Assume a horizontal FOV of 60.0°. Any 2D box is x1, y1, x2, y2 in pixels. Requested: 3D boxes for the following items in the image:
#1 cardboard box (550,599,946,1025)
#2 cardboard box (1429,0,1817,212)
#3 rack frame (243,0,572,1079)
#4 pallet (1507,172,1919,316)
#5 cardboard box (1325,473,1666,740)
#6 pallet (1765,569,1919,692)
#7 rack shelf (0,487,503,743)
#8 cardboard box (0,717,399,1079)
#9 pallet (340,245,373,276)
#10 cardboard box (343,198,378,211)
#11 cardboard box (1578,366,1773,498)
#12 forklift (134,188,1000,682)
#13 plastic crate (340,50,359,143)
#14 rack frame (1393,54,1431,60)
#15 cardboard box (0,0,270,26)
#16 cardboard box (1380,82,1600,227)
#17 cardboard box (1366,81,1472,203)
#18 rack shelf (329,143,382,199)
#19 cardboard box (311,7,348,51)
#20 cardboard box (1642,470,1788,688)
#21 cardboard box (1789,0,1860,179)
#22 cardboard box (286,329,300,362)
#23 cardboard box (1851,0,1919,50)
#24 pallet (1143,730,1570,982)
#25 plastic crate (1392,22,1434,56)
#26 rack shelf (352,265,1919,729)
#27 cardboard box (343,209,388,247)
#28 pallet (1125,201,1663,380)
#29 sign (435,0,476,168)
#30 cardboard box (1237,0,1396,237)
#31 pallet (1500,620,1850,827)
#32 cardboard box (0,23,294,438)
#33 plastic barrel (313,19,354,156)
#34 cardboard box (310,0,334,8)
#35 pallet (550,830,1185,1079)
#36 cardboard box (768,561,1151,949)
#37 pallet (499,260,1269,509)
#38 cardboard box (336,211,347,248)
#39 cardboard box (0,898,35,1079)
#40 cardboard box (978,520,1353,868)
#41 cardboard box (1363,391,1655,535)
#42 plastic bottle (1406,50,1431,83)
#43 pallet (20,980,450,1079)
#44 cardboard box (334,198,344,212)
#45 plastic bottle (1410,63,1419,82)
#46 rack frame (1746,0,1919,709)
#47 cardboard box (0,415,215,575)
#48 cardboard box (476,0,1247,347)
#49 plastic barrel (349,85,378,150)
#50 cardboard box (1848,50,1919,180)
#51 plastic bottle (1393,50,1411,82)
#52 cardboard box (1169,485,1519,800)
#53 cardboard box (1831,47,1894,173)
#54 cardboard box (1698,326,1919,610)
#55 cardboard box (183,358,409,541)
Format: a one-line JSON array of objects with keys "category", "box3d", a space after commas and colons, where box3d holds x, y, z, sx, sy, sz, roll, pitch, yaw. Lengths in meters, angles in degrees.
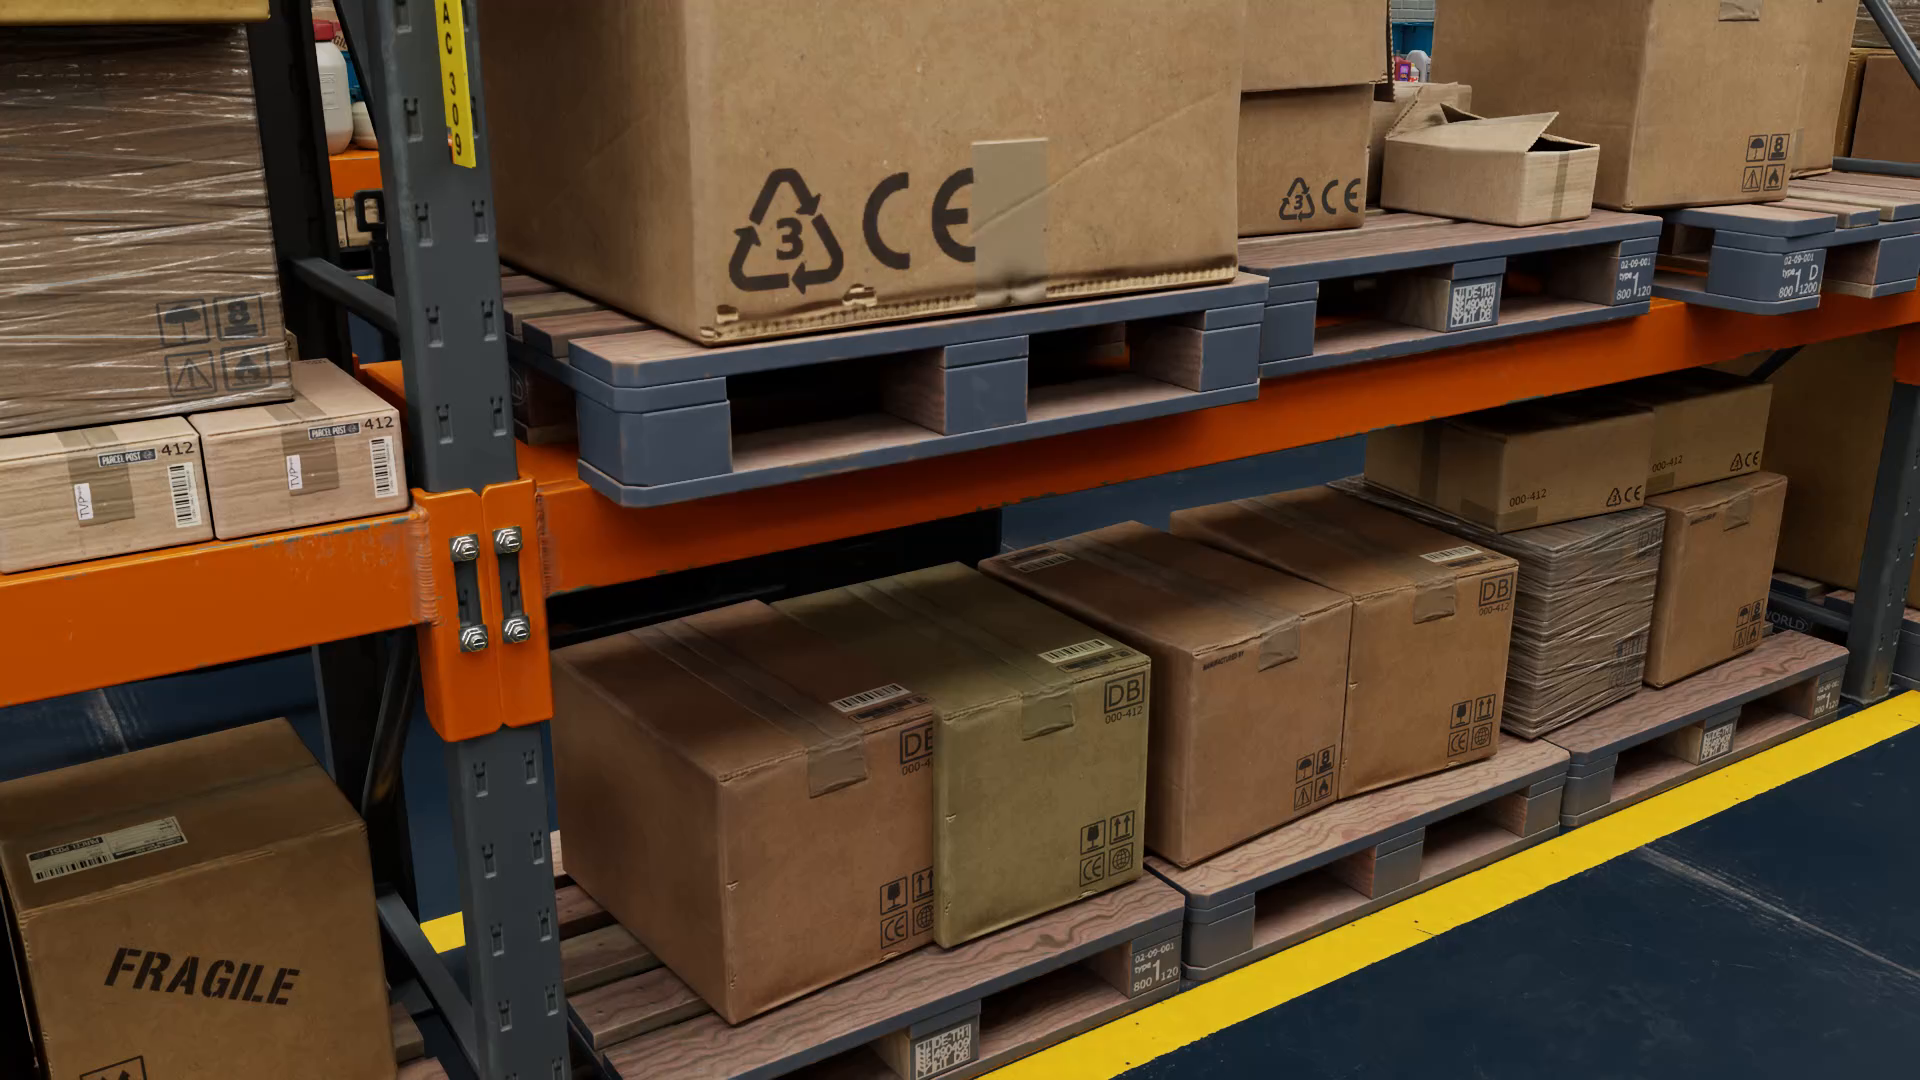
[{"category": "cardboard box", "box3d": [-0.426, 0.499, 3.300, 0.500, 0.500, 0.700, -14, 23, -36]}, {"category": "cardboard box", "box3d": [1.550, -1.094, 3.985, 0.500, 0.500, 0.700, -8, 20, -23]}, {"category": "rack frame", "box3d": [-0.950, -0.374, 2.668, 0.127, 3.000, 1.000, -12, 22, -31]}, {"category": "pallet", "box3d": [1.854, -0.834, 4.327, 1.003, 0.211, 1.213, -12, 22, -31]}, {"category": "cardboard box", "box3d": [1.386, 0.122, 4.417, 0.500, 0.500, 0.700, -14, 23, -36]}, {"category": "pallet", "box3d": [3.090, 0.124, 5.549, 1.213, 0.211, 1.003, -12, 22, -31]}, {"category": "rack shelf", "box3d": [-2.621, 0.319, 1.741, 4.000, 0.370, 1.077, -12, 22, -31]}, {"category": "cardboard box", "box3d": [-1.306, 0.671, 2.824, 0.500, 0.500, 0.500, -13, 22, -33]}, {"category": "pallet", "box3d": [-4.782, -2.060, 12.008, 1.213, 0.211, 1.003, -12, 22, -31]}, {"category": "cardboard box", "box3d": [-4.210, -2.551, 11.870, 0.500, 0.311, 0.500, -12, 22, -32]}, {"category": "cardboard box", "box3d": [1.847, -0.332, 4.589, 0.500, 0.250, 0.500, -11, 22, -29]}, {"category": "forklift", "box3d": [-1.379, -1.128, 5.004, 3.031, 2.935, 1.130, -11, 22, -30]}, {"category": "plastic crate", "box3d": [-2.924, -1.969, 7.410, 0.575, 0.384, 0.392, -12, 22, -31]}, {"category": "rack frame", "box3d": [3.007, -3.108, 10.754, 0.127, 3.000, 1.000, -12, 22, -31]}, {"category": "cardboard box", "box3d": [-1.175, -0.883, 1.992, 0.500, 0.500, 0.500, -12, 22, -31]}, {"category": "cardboard box", "box3d": [1.146, -0.848, 3.623, 0.258, 0.266, 0.396, -13, 22, -33]}, {"category": "cardboard box", "box3d": [0.864, -0.973, 4.017, 0.500, 0.250, 0.500, -13, 22, -33]}, {"category": "rack shelf", "box3d": [-2.004, -1.710, 7.743, 4.000, 0.370, 1.077, -12, 22, -31]}, {"category": "cardboard box", "box3d": [-4.447, -3.476, 11.688, 0.500, 0.500, 0.500, -13, 23, -34]}, {"category": "cardboard box", "box3d": [1.842, 0.021, 4.717, 0.500, 0.500, 0.700, -13, 23, -34]}, {"category": "cardboard box", "box3d": [1.961, -1.219, 4.355, 0.500, 0.500, 0.500, -15, 24, -38]}, {"category": "cardboard box", "box3d": [-1.295, -0.298, 2.834, 0.250, 0.149, 0.380, -12, 22, -31]}, {"category": "cardboard box", "box3d": [3.010, -1.726, 4.943, 0.637, 0.503, 0.797, -11, 22, -30]}, {"category": "pallet", "box3d": [0.719, 0.593, 4.160, 1.213, 0.211, 1.003, -12, 22, -31]}, {"category": "plastic crate", "box3d": [3.209, -3.302, 11.260, 0.575, 0.384, 0.392, -12, 22, -31]}, {"category": "rack shelf", "box3d": [0.720, -0.385, 3.825, 4.000, 0.370, 1.077, -12, 22, -31]}, {"category": "cardboard box", "box3d": [-4.210, -2.288, 11.966, 0.500, 0.250, 0.500, -11, 22, -30]}, {"category": "pallet", "box3d": [0.760, -0.628, 3.719, 1.213, 0.211, 1.003, -12, 22, -31]}, {"category": "sign", "box3d": [-0.646, -0.640, 2.104, 0.005, 0.325, 0.100, -12, 22, -31]}, {"category": "cardboard box", "box3d": [0.447, -0.952, 3.560, 0.637, 0.503, 0.797, -9, 21, -26]}, {"category": "pallet", "box3d": [1.737, 0.380, 4.792, 1.213, 0.211, 1.003, -12, 22, -31]}, {"category": "cardboard box", "box3d": [-1.360, -0.500, 2.418, 0.500, 0.500, 0.875, -12, 22, -31]}, {"category": "plastic barrel", "box3d": [-2.755, -1.873, 6.889, 0.433, 0.535, 0.433, 0, 19, 0]}, {"category": "cardboard box", "box3d": [-6.169, -5.224, 16.169, 0.500, 0.500, 0.700, -15, 24, -38]}, {"category": "pallet", "box3d": [-0.301, 0.809, 3.521, 1.213, 0.211, 1.003, -12, 22, -31]}, {"category": "cardboard box", "box3d": [-0.017, 0.420, 3.534, 0.500, 0.500, 0.700, -12, 22, -32]}, {"category": "pallet", "box3d": [-0.232, -0.379, 2.981, 1.213, 0.211, 1.003, -12, 22, -31]}, {"category": "cardboard box", "box3d": [-4.638, -2.197, 11.696, 0.500, 0.250, 0.500, -11, 22, -30]}, {"category": "cardboard box", "box3d": [-1.781, 0.774, 2.519, 0.500, 0.500, 0.500, -5, 19, -14]}, {"category": "cardboard box", "box3d": [0.450, 0.322, 3.826, 0.500, 0.500, 0.700, -14, 23, -36]}, {"category": "cardboard box", "box3d": [1.410, -0.236, 4.304, 0.500, 0.250, 0.500, -9, 21, -25]}, {"category": "plastic bottle", "box3d": [2.856, -2.893, 10.313, 0.135, 0.276, 0.152, -12, 22, -31]}, {"category": "pallet", "box3d": [-1.492, 1.075, 2.736, 1.213, 0.211, 1.003, -12, 22, -31]}, {"category": "cardboard box", "box3d": [-4.630, -2.464, 11.611, 0.500, 0.311, 0.500, -11, 22, -30]}, {"category": "plastic bottle", "box3d": [2.774, -2.830, 10.243, 0.097, 0.201, 0.097, 0, 19, 0]}, {"category": "rack frame", "box3d": [2.390, -1.079, 4.752, 0.127, 3.000, 1.000, -12, 22, -31]}, {"category": "cardboard box", "box3d": [-1.182, -0.097, 2.240, 0.250, 0.149, 0.380, -12, 22, -31]}, {"category": "cardboard box", "box3d": [-0.210, -0.960, 2.807, 1.000, 1.000, 1.000, -12, 22, -31]}, {"category": "plastic barrel", "box3d": [-2.485, -1.825, 7.177, 0.301, 0.262, 0.301, 0, 19, 0]}, {"category": "cardboard box", "box3d": [2.946, -1.139, 4.774, 0.500, 0.500, 0.500, -11, 22, -30]}, {"category": "plastic bottle", "box3d": [2.688, -2.844, 10.155, 0.133, 0.283, 0.061, -12, 22, -31]}, {"category": "cardboard box", "box3d": [0.916, 0.223, 4.117, 0.500, 0.500, 0.700, -10, 21, -27]}, {"category": "cardboard box", "box3d": [2.666, -1.279, 5.189, 0.500, 0.500, 0.500, -11, 22, -30]}, {"category": "cardboard box", "box3d": [2.978, -0.387, 5.368, 0.875, 0.875, 1.225, -13, 23, -34]}, {"category": "cardboard box", "box3d": [-0.968, -0.139, 2.363, 0.250, 0.149, 0.380, -12, 22, -31]}]
